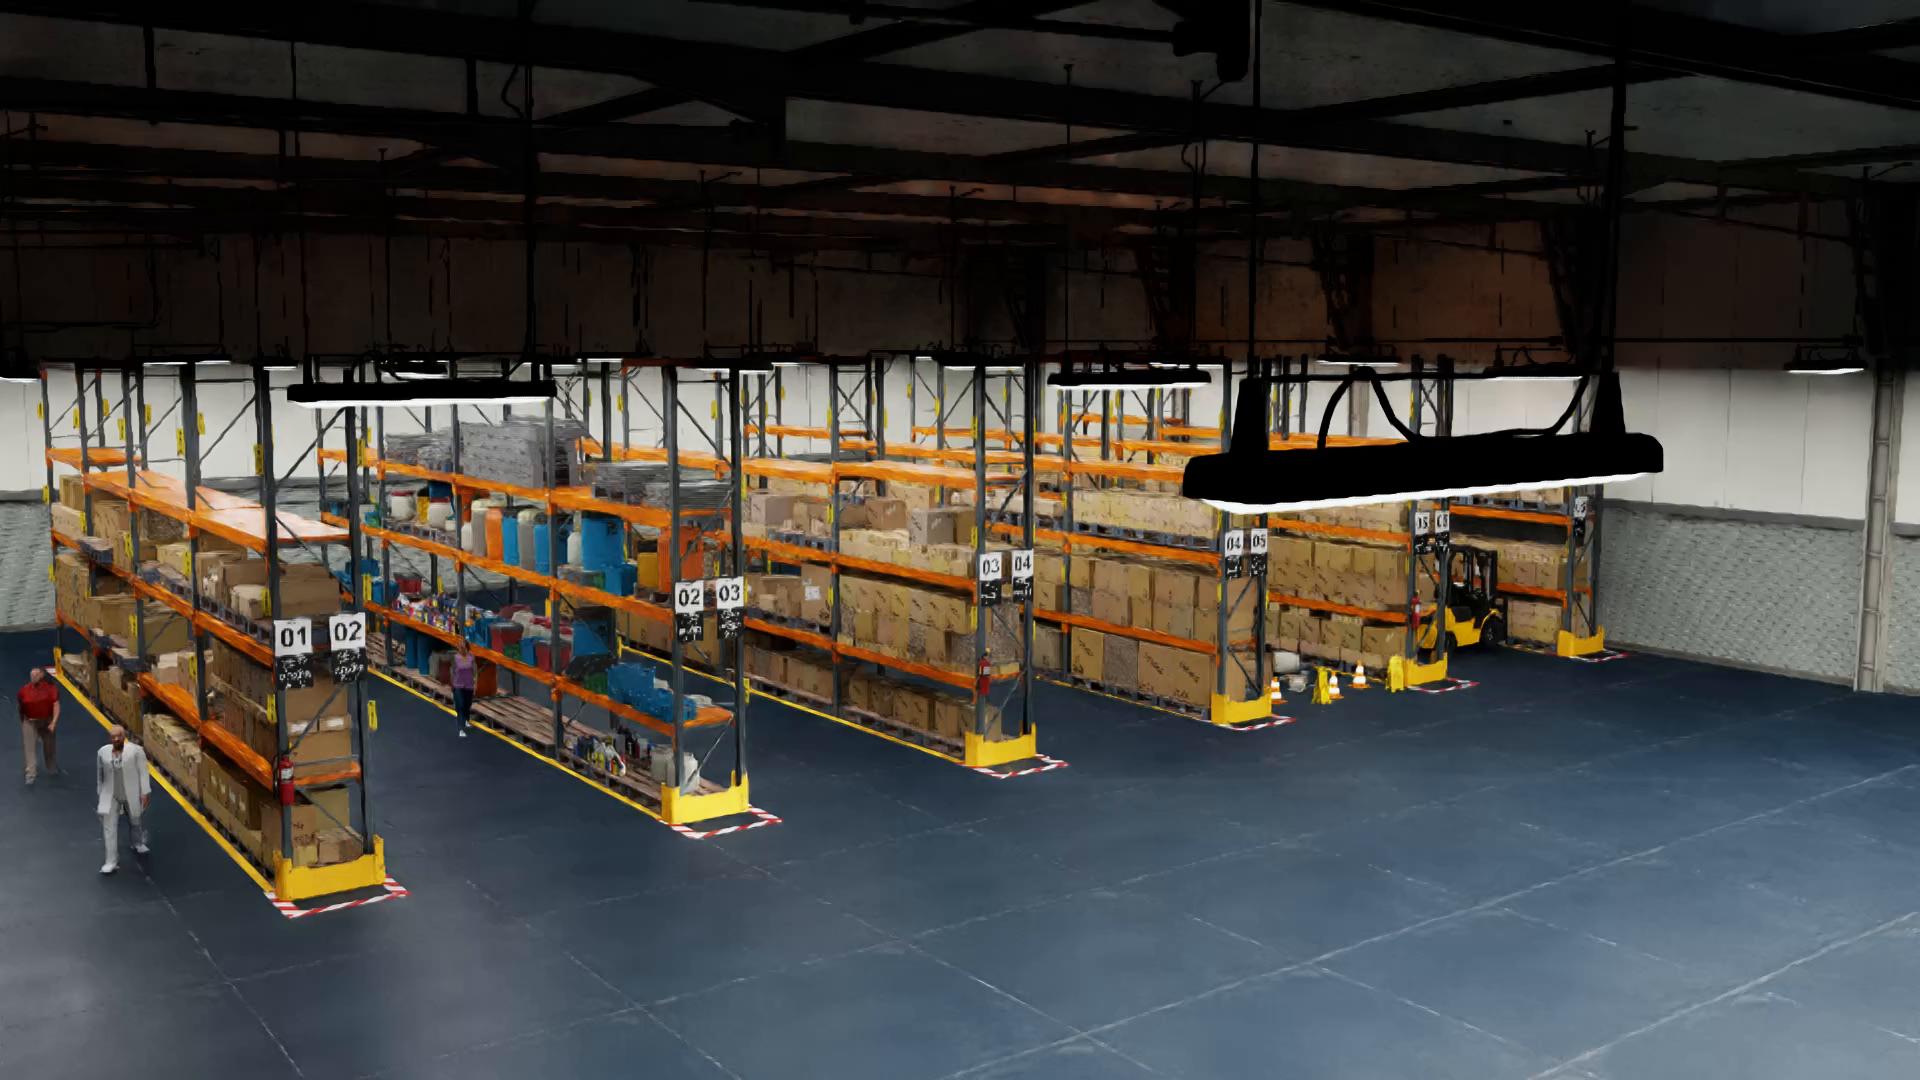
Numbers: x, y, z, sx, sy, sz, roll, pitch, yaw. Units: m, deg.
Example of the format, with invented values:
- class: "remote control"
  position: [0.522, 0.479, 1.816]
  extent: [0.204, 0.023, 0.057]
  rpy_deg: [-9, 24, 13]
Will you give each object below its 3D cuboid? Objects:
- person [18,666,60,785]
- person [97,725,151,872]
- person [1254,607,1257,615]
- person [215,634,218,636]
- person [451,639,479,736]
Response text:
- class: "person"
  position: [-13.210, 2.631, 23.884]
  extent: [0.533, 1.658, 1.040]
  rpy_deg: [-4, 8, -27]
- class: "person"
  position: [-10.106, 3.063, 20.092]
  extent: [0.616, 1.736, 1.016]
  rpy_deg: [-2, 7, -19]
- class: "person"
  position: [6.402, 1.119, 36.576]
  extent: [0.470, 1.652, 0.523]
  rpy_deg: [-1, 7, -5]
- class: "person"
  position: [-13.765, 1.724, 31.367]
  extent: [0.666, 1.715, 0.536]
  rpy_deg: [-5, 9, -38]
- class: "person"
  position: [-7.980, 2.345, 26.802]
  extent: [0.407, 1.533, 0.962]
  rpy_deg: [-4, 8, -27]
